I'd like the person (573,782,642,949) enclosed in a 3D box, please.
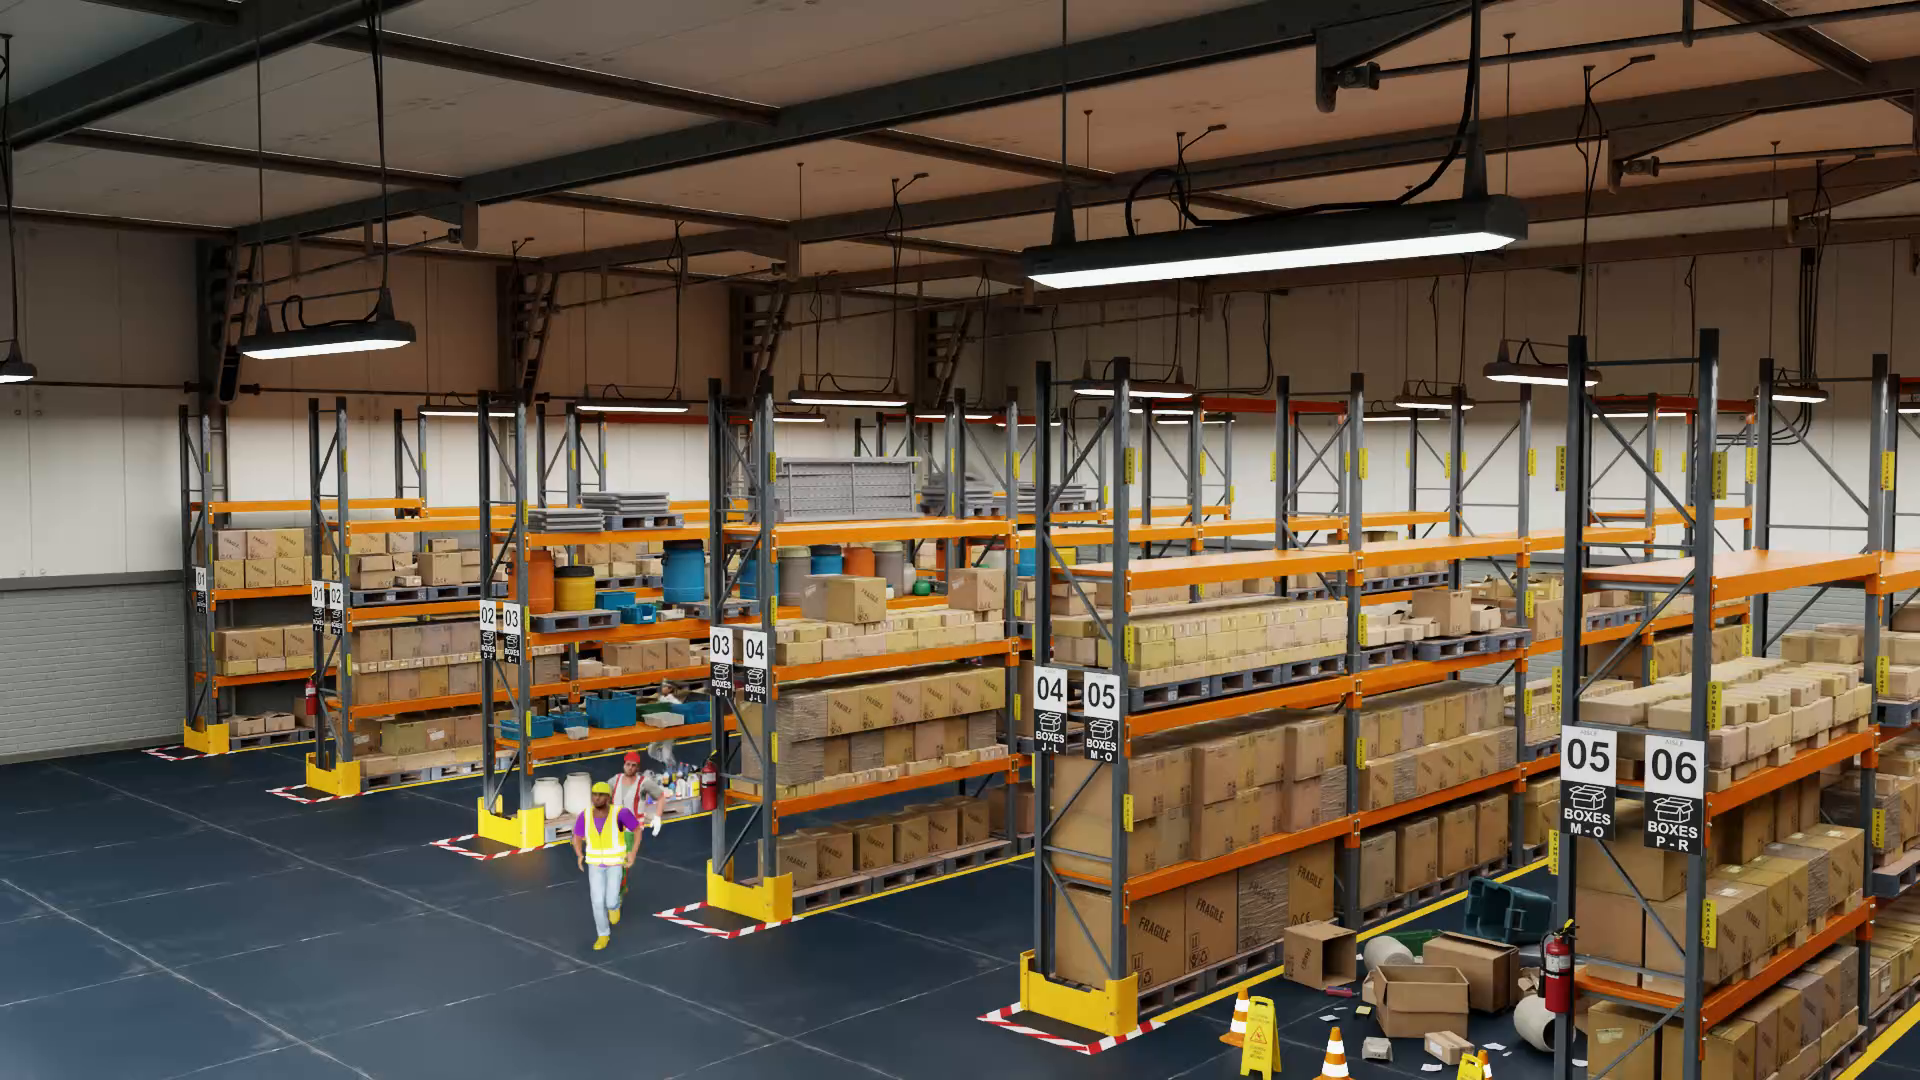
[{"bbox_3d":[-3.712,3.387,17.488,0.717,1.741,0.664,0,3,2],"label":"person"}]

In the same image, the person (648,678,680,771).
[{"bbox_3d":[-4.620,2.970,25.924,0.612,1.650,0.550,3,4,42],"label":"person"}]

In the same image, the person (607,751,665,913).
[{"bbox_3d":[-3.740,3.288,18.767,0.730,1.812,0.716,1,3,17],"label":"person"}]
